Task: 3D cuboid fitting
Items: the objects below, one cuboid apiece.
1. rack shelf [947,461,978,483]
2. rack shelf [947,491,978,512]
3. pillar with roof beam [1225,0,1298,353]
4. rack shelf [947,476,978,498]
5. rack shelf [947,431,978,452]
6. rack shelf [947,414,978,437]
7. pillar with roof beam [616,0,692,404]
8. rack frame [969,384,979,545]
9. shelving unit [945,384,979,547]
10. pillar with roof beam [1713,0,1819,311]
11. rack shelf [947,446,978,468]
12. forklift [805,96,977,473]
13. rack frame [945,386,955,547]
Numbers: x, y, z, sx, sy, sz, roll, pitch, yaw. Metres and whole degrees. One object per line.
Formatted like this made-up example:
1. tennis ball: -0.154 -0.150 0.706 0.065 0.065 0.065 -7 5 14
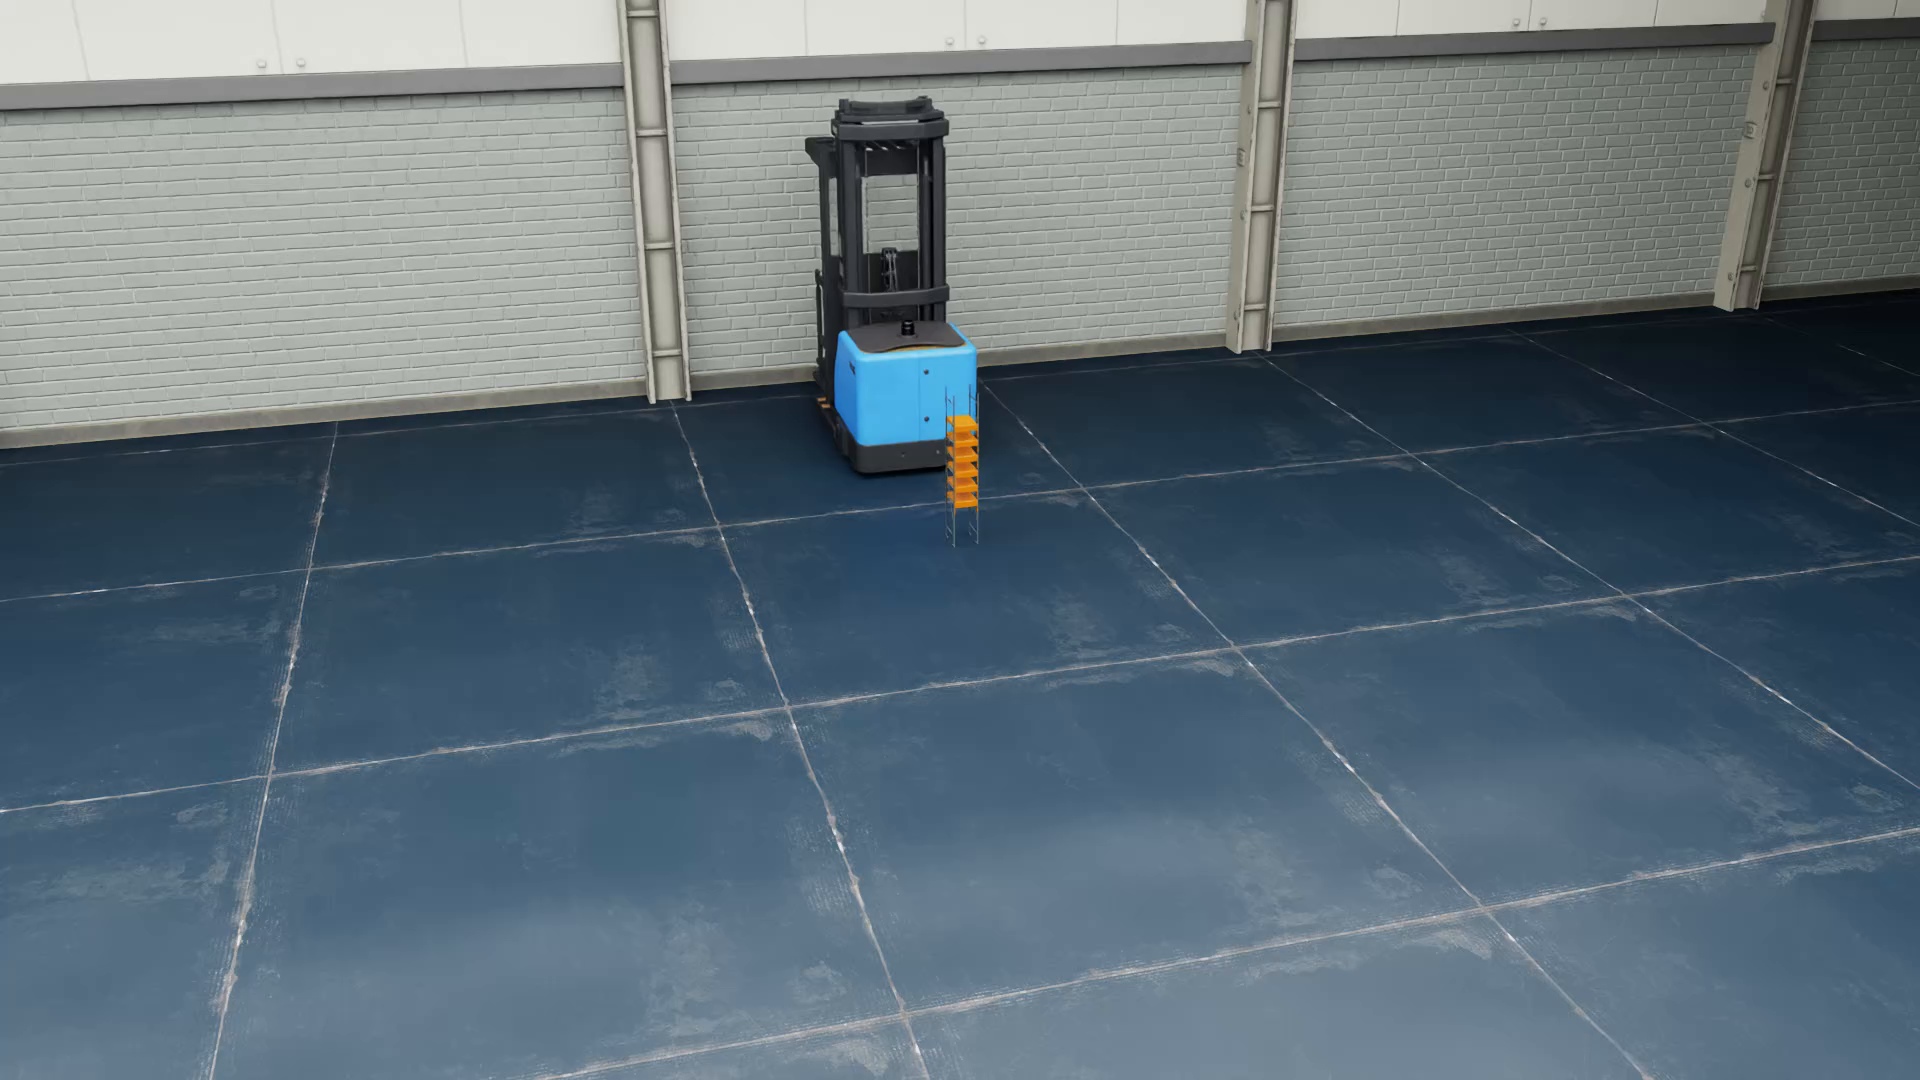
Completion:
1. rack shelf: 0.014 -0.512 12.465 0.180 0.103 0.258 -6 24 -14
2. rack shelf: 0.014 -0.292 12.559 0.180 0.103 0.258 -6 24 -14
3. pillar with roof beam: 4.166 -4.506 11.768 0.400 9.000 9.100 -6 24 -14
4. rack shelf: 0.014 -0.402 12.512 0.180 0.103 0.258 -6 24 -14
5. rack shelf: 0.014 -0.733 12.370 0.180 0.103 0.258 -6 24 -14
6. rack shelf: 0.014 -0.843 12.323 0.180 0.103 0.258 -6 24 -14
7. pillar with roof beam: -1.611 -3.866 10.279 0.400 9.000 9.100 -6 24 -14
8. rack frame: 0.102 -0.563 12.470 0.006 1.200 0.240 -6 24 -14
9. shelving unit: 0.014 -0.553 12.447 0.189 1.200 0.258 -6 24 -14
10. pillar with roof beam: 9.943 -5.145 13.258 0.400 9.000 9.100 -6 24 -14
11. rack shelf: 0.014 -0.622 12.417 0.180 0.103 0.258 -6 24 -14
12. forklift: -0.724 -2.457 14.688 1.130 2.935 3.031 -6 24 -14
13. rack frame: -0.074 -0.543 12.424 0.006 1.200 0.240 -6 24 -14
